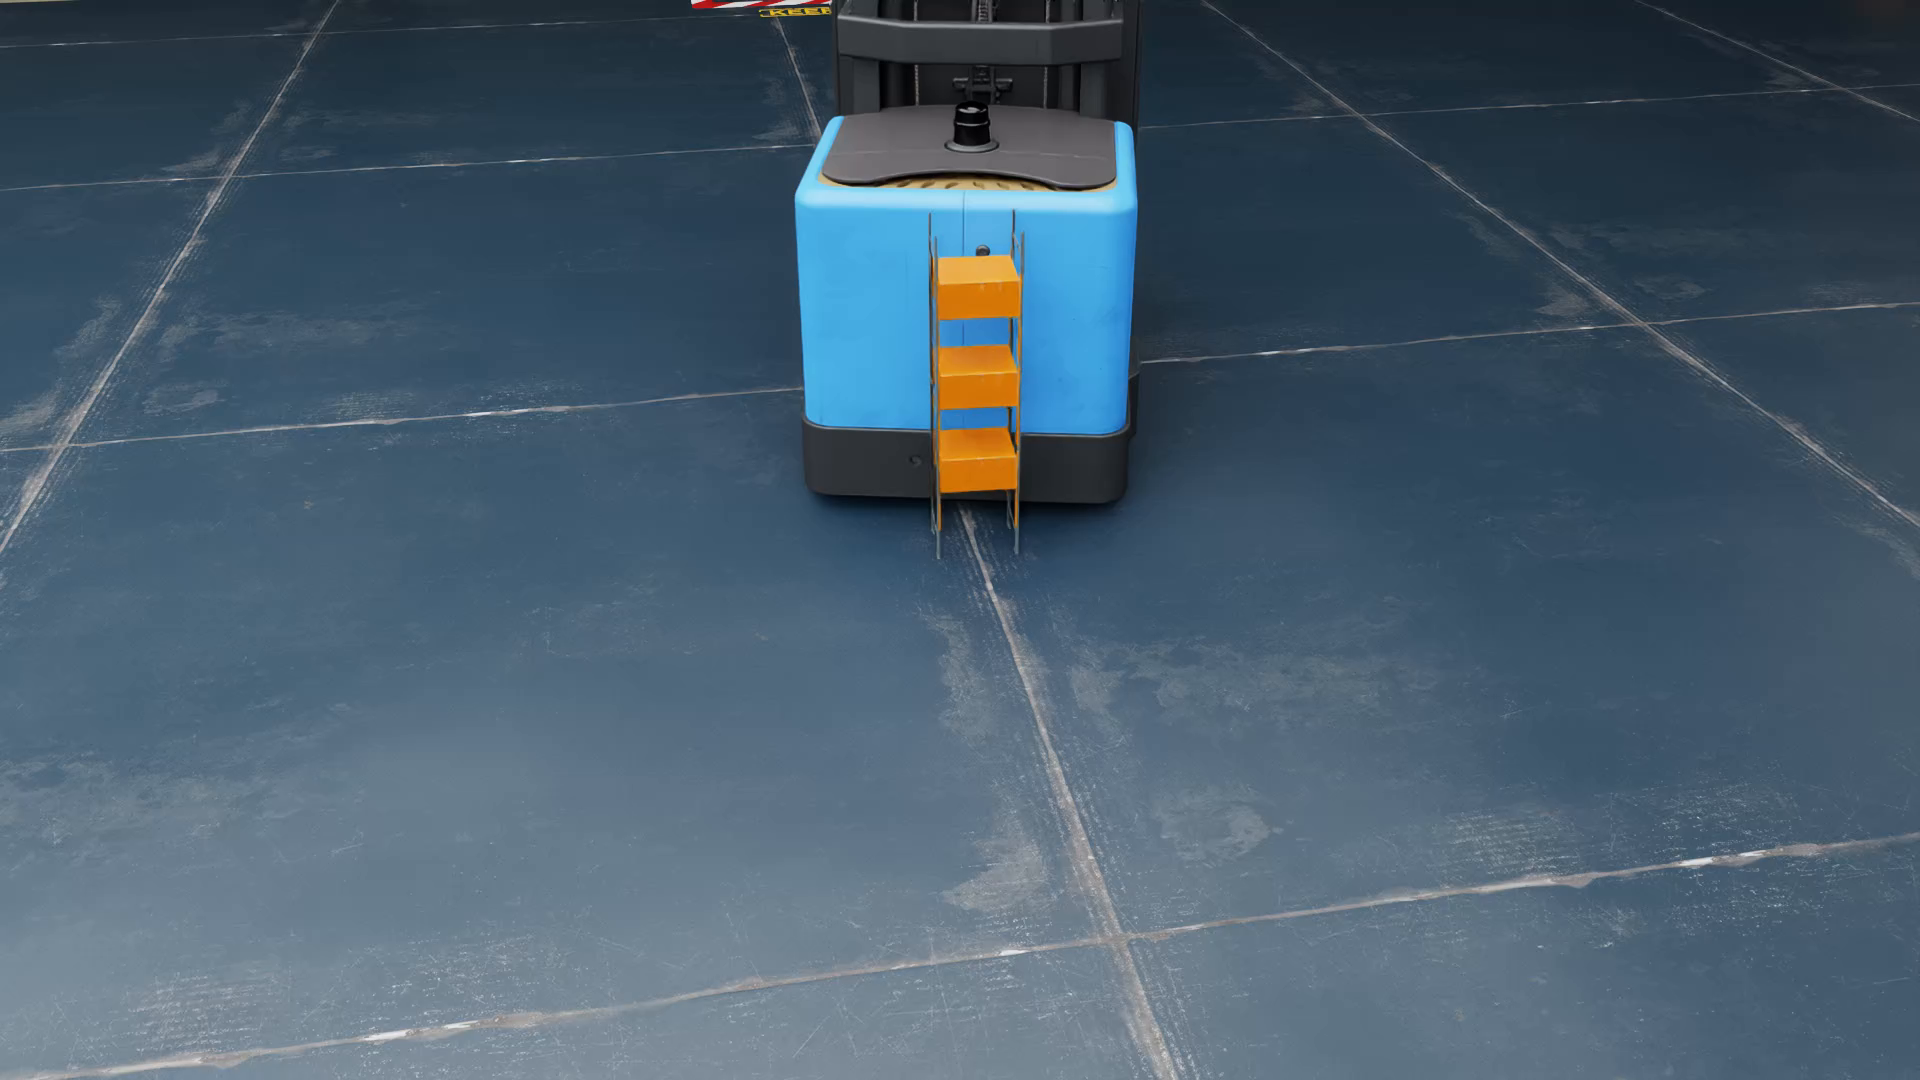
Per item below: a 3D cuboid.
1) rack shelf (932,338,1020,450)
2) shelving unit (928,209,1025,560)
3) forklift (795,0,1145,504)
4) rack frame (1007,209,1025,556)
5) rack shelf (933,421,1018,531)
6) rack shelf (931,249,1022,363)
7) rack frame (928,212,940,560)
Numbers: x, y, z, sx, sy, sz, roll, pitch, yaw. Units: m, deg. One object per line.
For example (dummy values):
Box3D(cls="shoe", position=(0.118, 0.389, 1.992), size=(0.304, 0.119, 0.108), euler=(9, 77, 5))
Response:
Box3D(cls="rack shelf", position=(0.044, -0.438, 4.980), size=(0.240, 0.259, 0.215), euler=(-3, 31, -6))
Box3D(cls="shelving unit", position=(0.044, -0.447, 4.975), size=(0.252, 1.050, 0.215), euler=(-3, 31, -6))
Box3D(cls="forklift", position=(0.112, -2.096, 5.924), size=(1.130, 2.935, 3.031), euler=(2, 31, 3))
Box3D(cls="rack frame", position=(0.165, -0.454, 4.987), size=(0.008, 1.050, 0.200), euler=(-3, 31, -6))
Box3D(cls="rack shelf", position=(0.044, -0.198, 5.121), size=(0.240, 0.259, 0.215), euler=(-3, 31, -6))
Box3D(cls="rack shelf", position=(0.044, -0.683, 4.836), size=(0.240, 0.259, 0.215), euler=(-3, 31, -6))
Box3D(cls="rack frame", position=(-0.077, -0.440, 4.963), size=(0.008, 1.050, 0.200), euler=(-3, 31, -6))
